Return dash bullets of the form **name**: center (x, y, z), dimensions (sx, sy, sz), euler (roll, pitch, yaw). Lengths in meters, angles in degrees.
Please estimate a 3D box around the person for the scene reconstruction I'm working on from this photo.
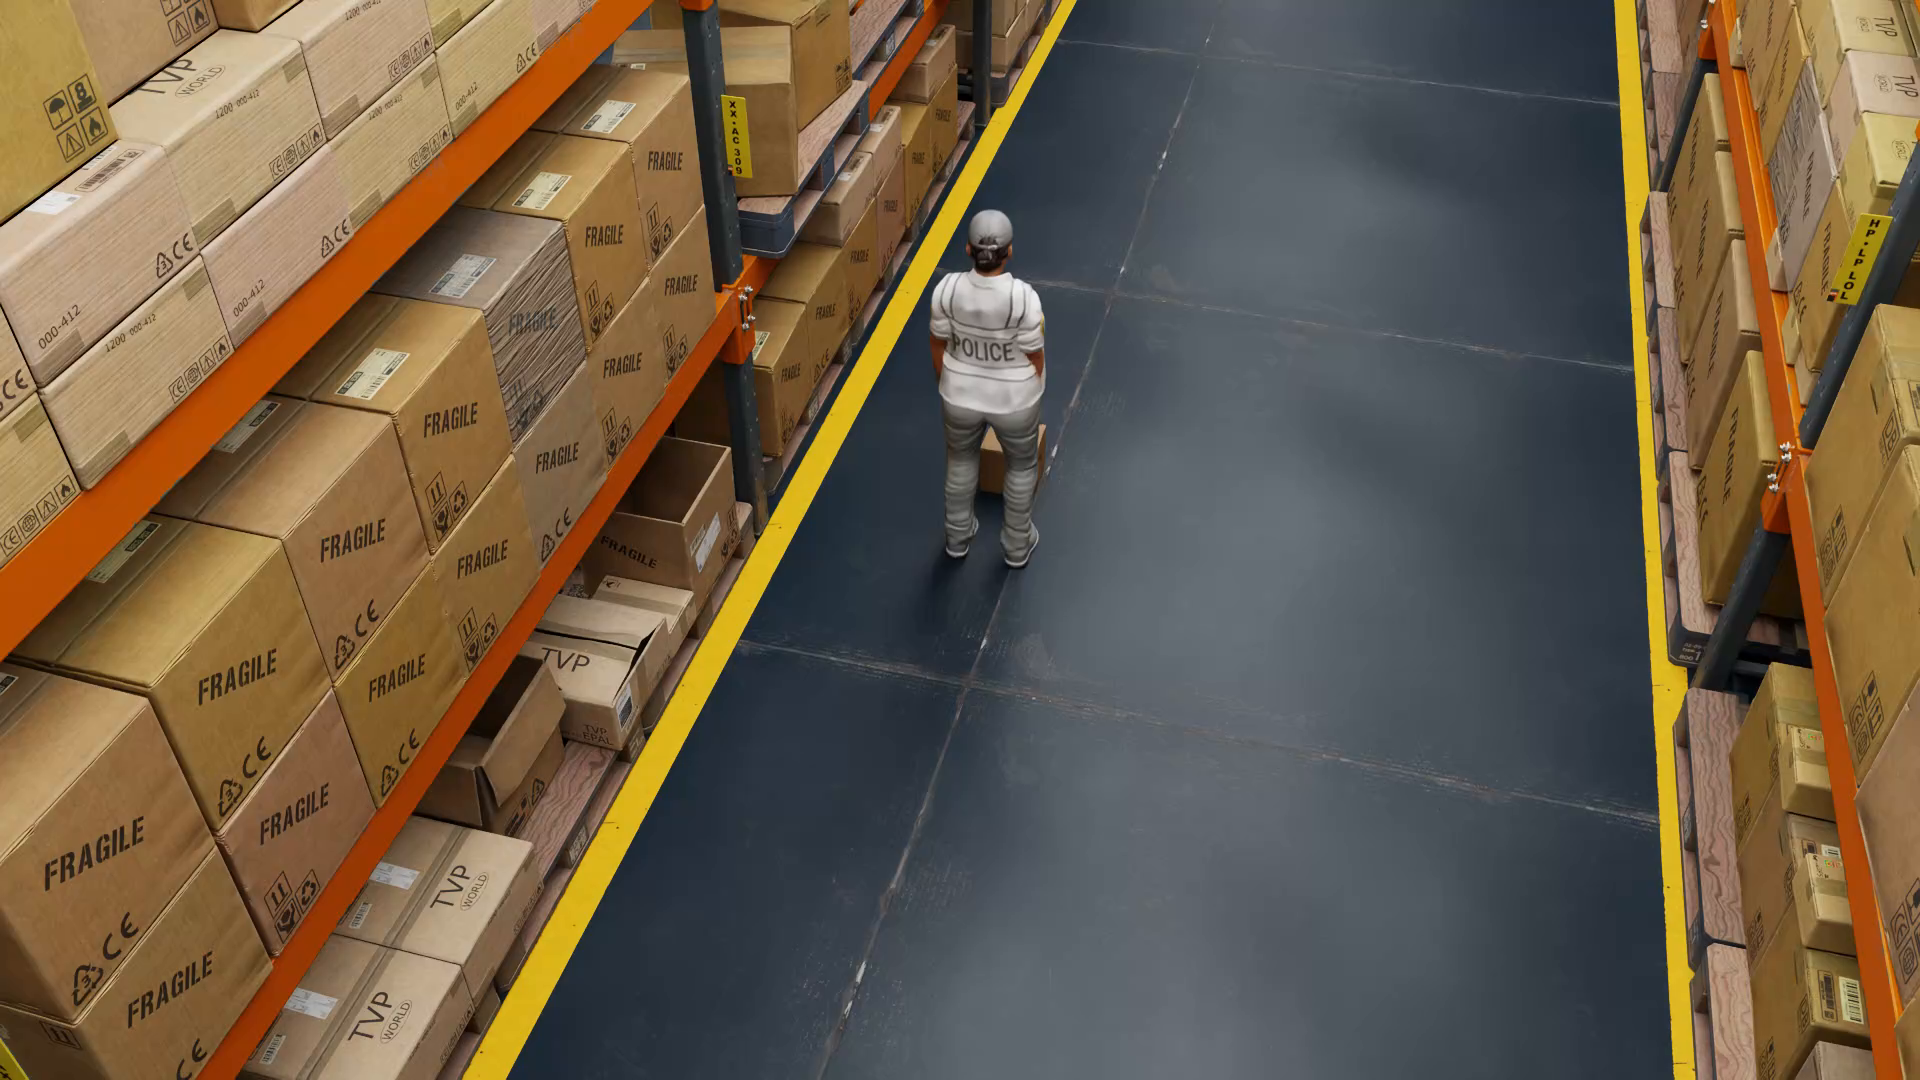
- **person**: center (0.113, -0.601, 6.856), dimensions (0.474, 1.654, 0.389), euler (10, 42, 11)
